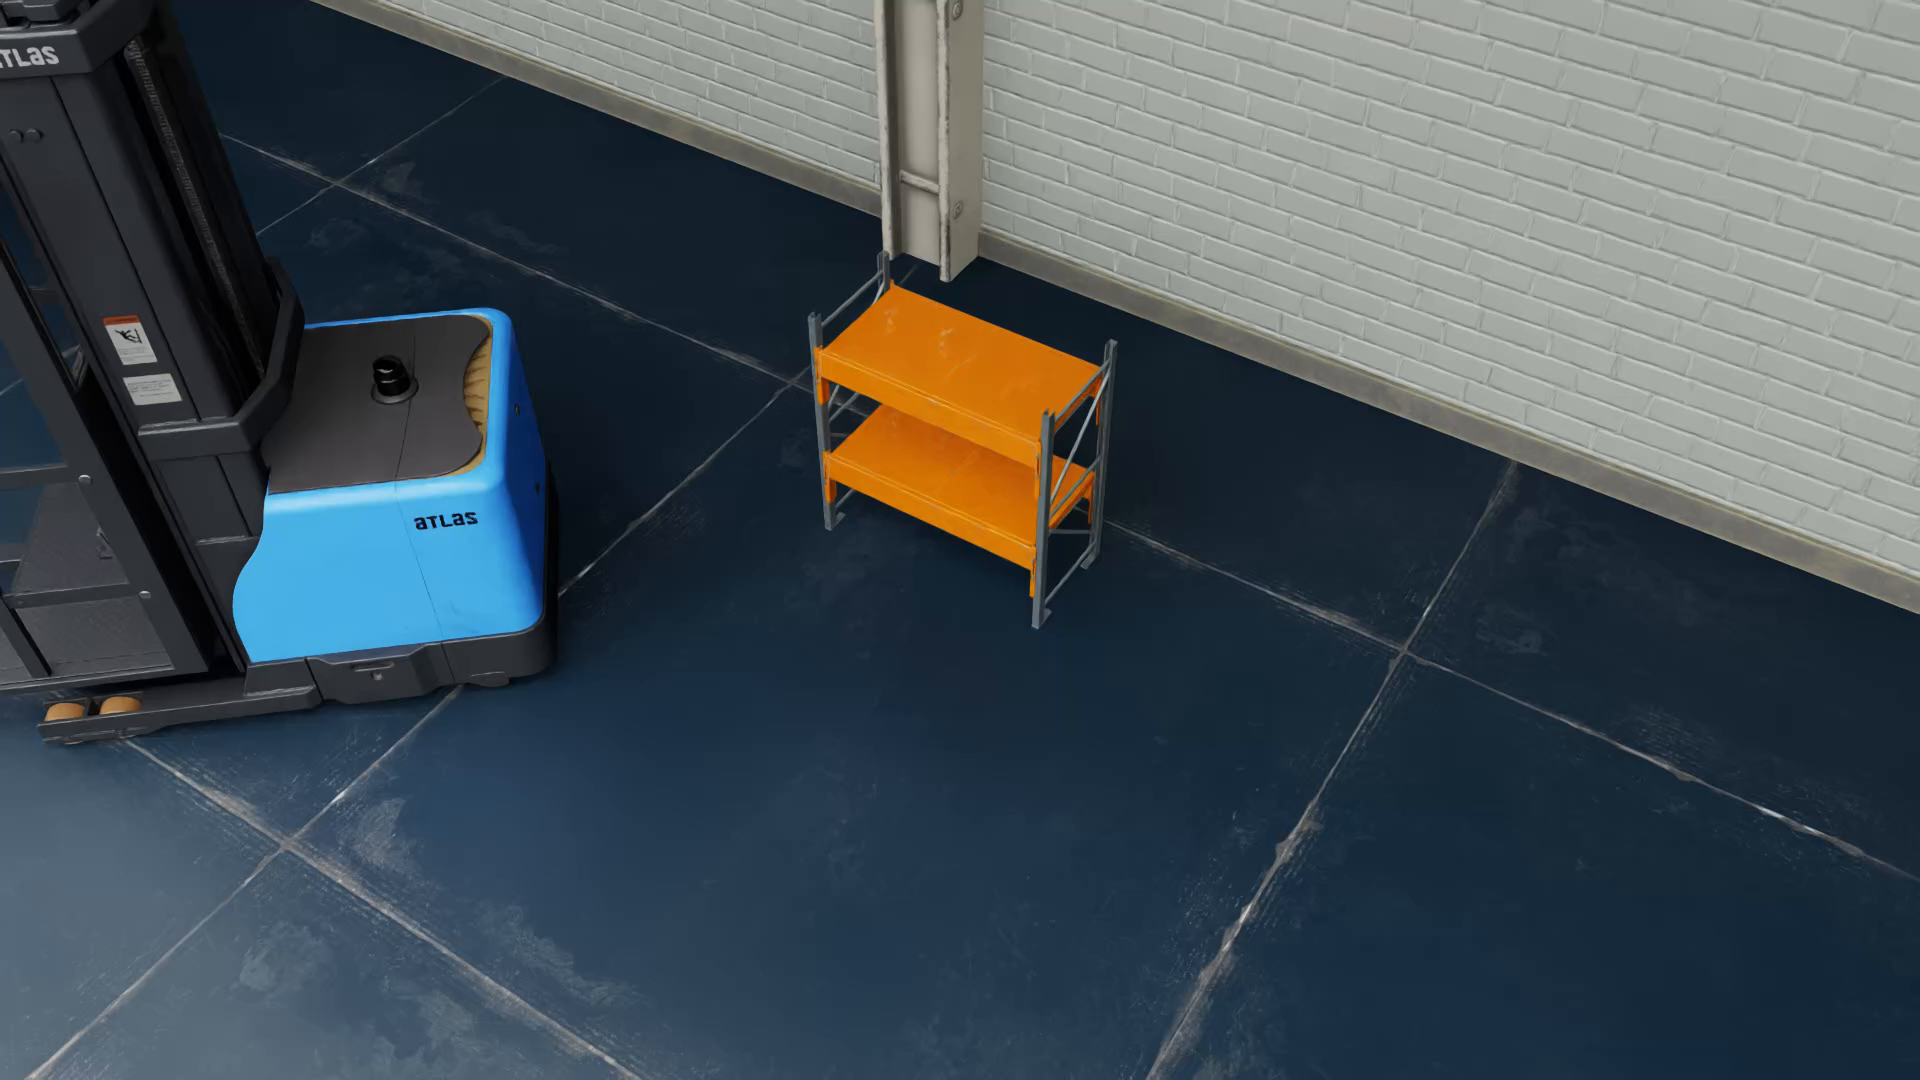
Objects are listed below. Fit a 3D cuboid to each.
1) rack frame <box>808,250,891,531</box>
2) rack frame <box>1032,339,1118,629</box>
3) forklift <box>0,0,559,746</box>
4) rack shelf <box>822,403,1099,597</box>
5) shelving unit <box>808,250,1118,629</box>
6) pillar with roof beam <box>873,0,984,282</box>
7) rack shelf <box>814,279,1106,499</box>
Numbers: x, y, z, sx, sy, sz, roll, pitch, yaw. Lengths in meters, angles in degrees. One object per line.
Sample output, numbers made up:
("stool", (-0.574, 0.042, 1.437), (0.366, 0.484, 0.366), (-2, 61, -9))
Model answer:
("rack frame", (-0.422, -0.586, 6.757), (0.032, 1.125, 0.500), (25, 51, 22))
("rack frame", (0.434, -0.193, 6.375), (0.032, 1.125, 0.500), (25, 51, 22))
("forklift", (-3.126, -0.666, 5.575), (3.031, 2.935, 1.130), (-6, 46, -6))
("rack shelf", (0.006, -0.219, 6.741), (1.000, 0.278, 0.538), (25, 51, 22))
("shelving unit", (0.006, -0.389, 6.566), (1.048, 1.125, 0.538), (25, 51, 22))
("pillar with roof beam", (-2.464, -1.976, 2.617), (0.400, 9.000, 9.100), (25, 51, 22))
("rack shelf", (0.006, -0.593, 6.356), (1.000, 0.278, 0.538), (25, 51, 22))
